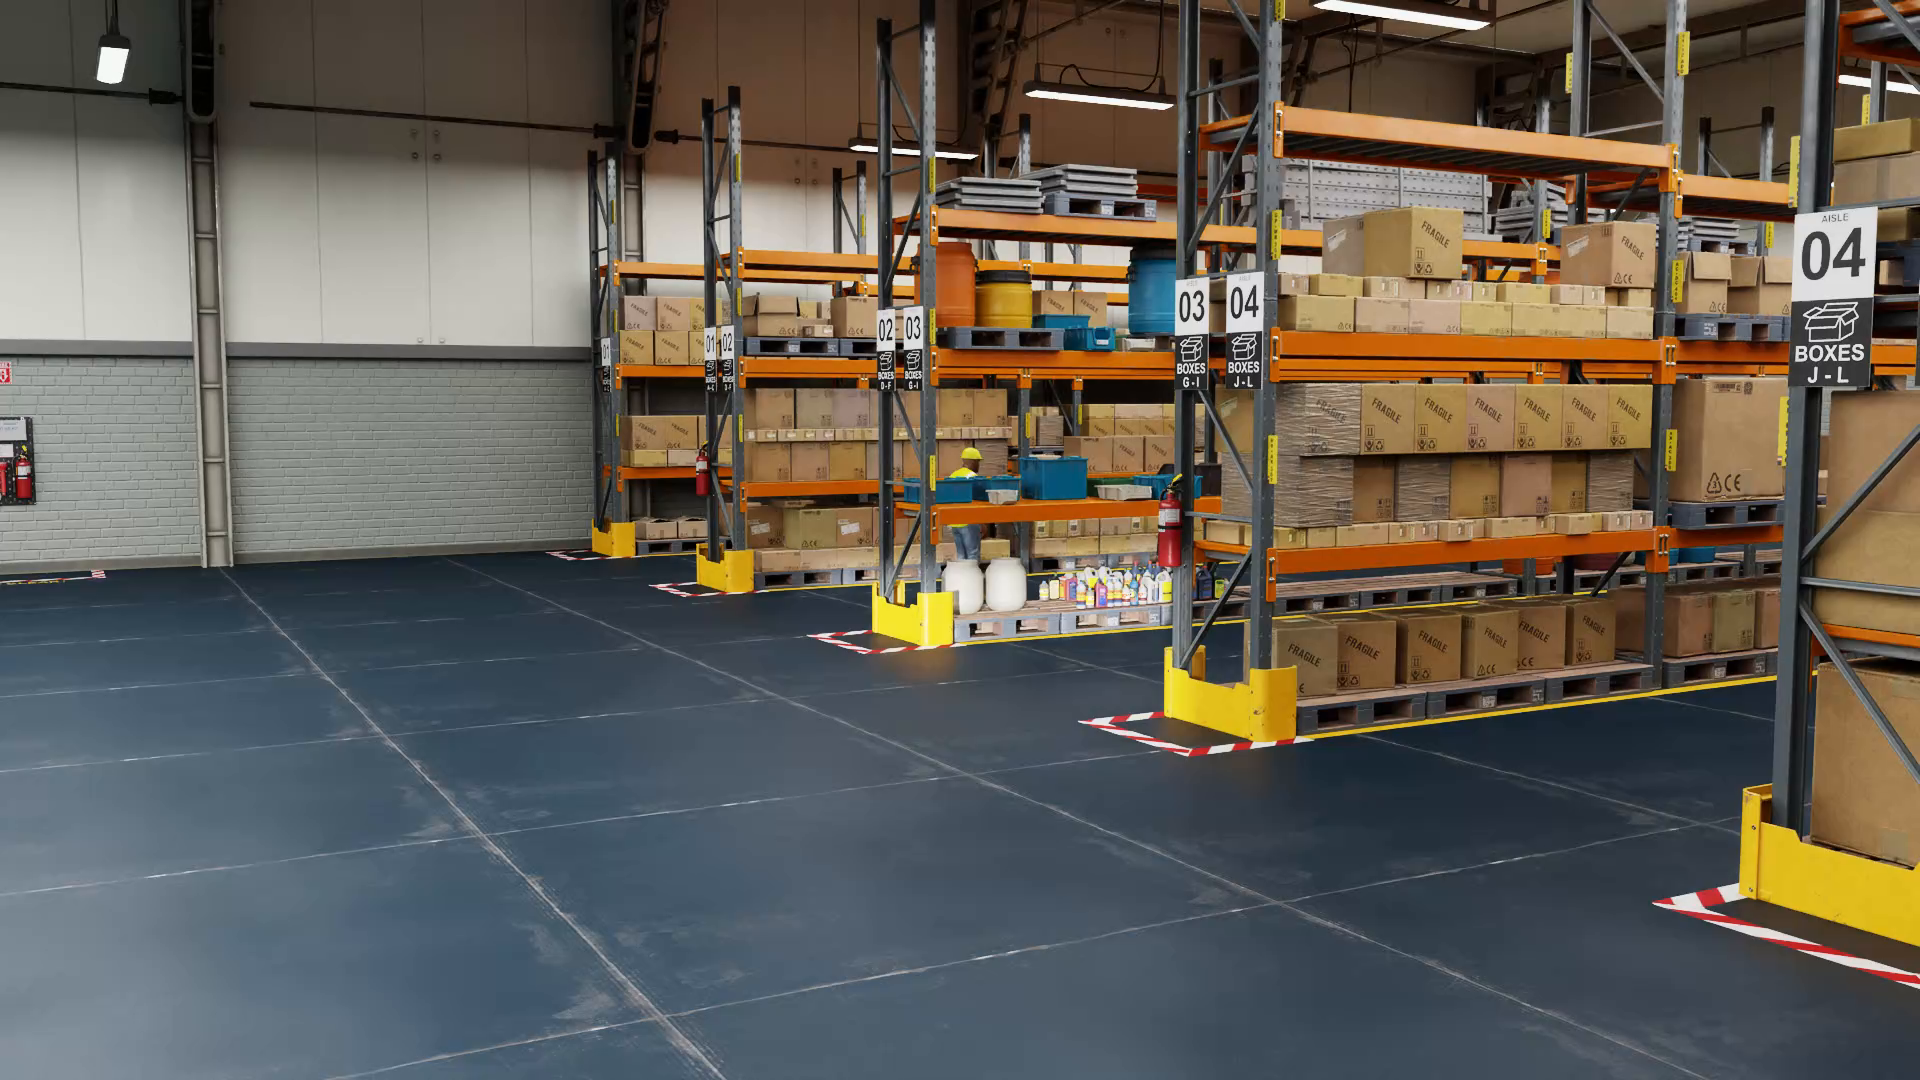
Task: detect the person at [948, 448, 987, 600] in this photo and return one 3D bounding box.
[{"bbox_3d":[0.091,-0.189,19.335,0.455,1.757,0.637,-3,6,-30],"label":"person"}]
